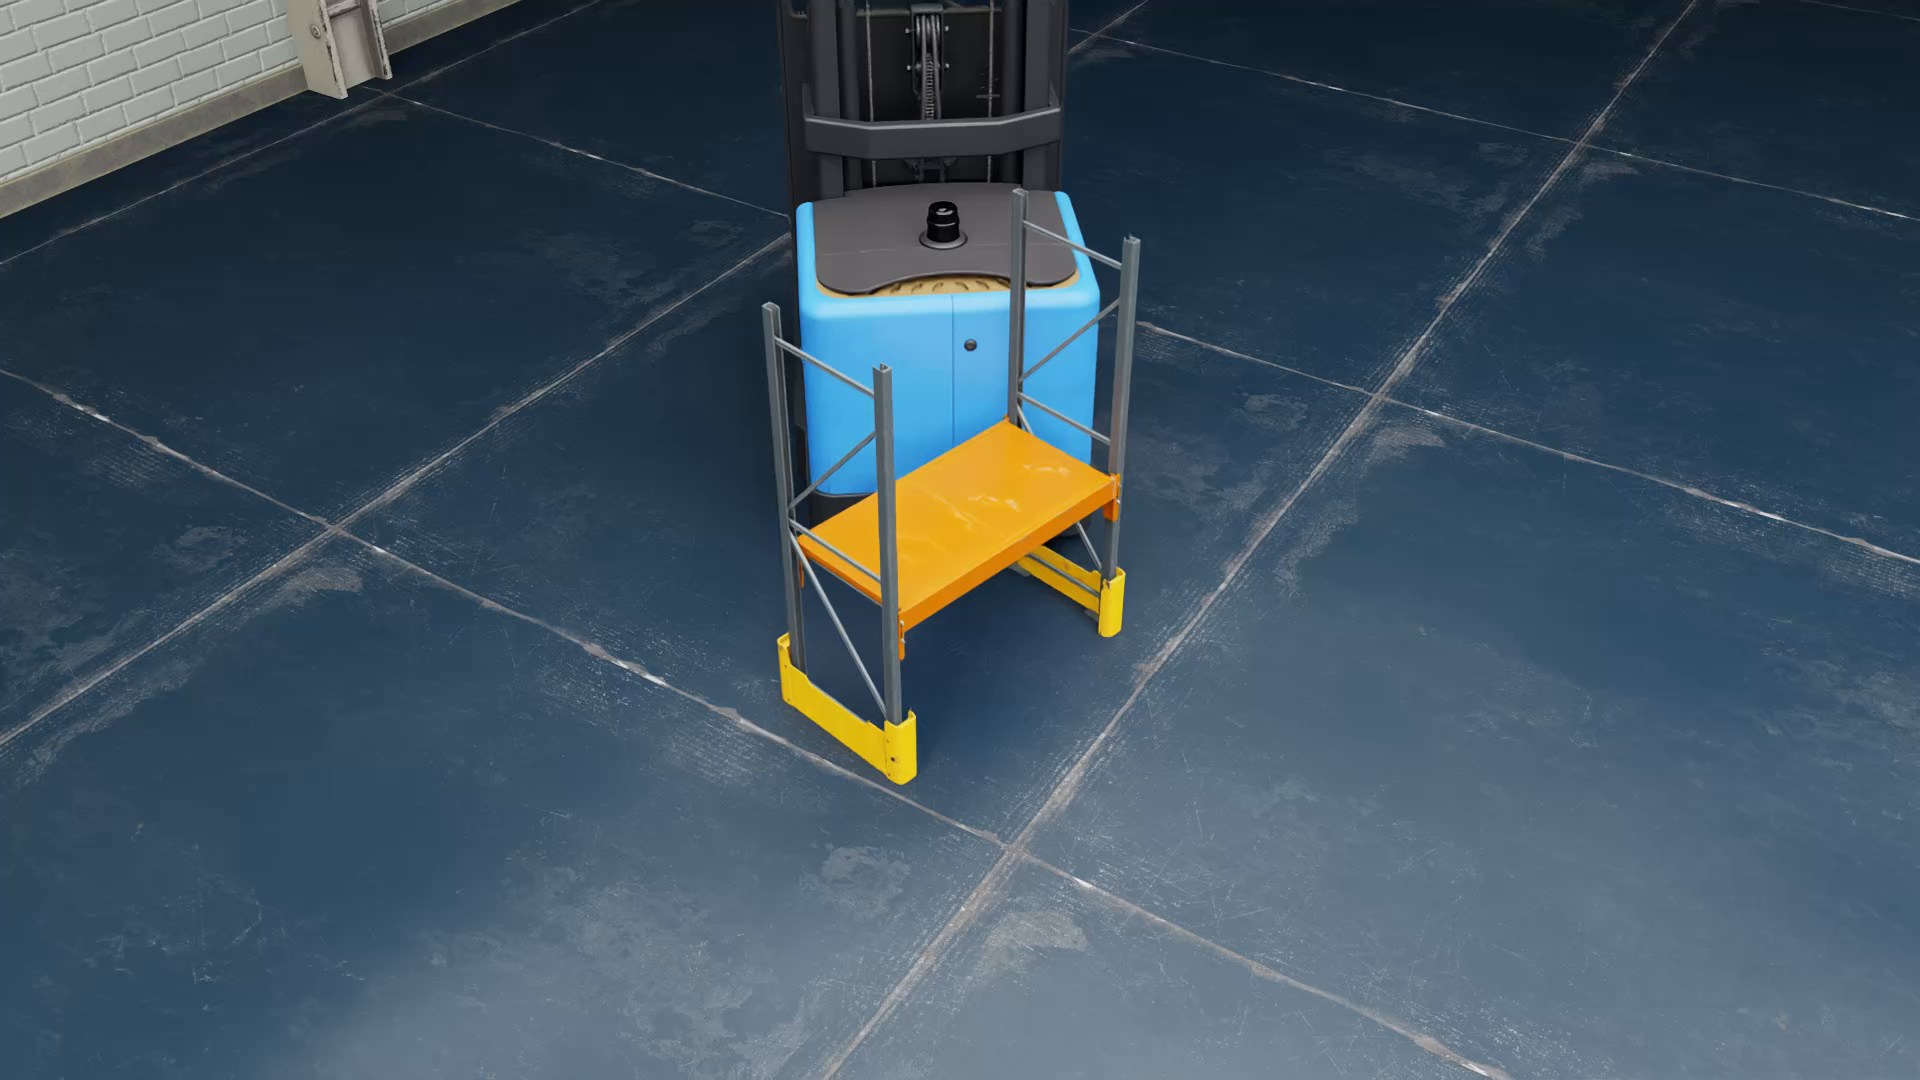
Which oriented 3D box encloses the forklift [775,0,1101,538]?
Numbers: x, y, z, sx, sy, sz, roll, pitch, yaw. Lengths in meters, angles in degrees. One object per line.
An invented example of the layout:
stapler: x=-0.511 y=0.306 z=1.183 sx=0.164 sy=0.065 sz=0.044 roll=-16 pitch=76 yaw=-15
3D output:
forklift: x=-0.163 y=-2.008 z=6.454 sx=1.130 sy=2.935 sz=3.031 roll=-3 pitch=38 yaw=-4

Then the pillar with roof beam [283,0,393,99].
pillar with roof beam: x=0.065 y=-4.832 z=5.147 sx=9.100 sy=9.000 sz=0.400 roll=21 pitch=42 yaw=25

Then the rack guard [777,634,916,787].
rack guard: x=-0.368 y=0.539 z=5.346 sx=0.087 sy=0.250 sz=0.587 roll=-31 pitch=47 yaw=-34

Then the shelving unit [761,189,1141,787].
shelving unit: x=-0.015 y=-0.171 z=5.243 sx=1.083 sy=1.500 sz=0.587 roll=-31 pitch=47 yaw=-34

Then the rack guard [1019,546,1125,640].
rack guard: x=0.337 y=0.110 z=5.903 sx=0.087 sy=0.250 sz=0.587 roll=-31 pitch=47 yaw=-34

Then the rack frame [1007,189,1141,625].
rack frame: x=0.351 y=-0.394 z=5.532 sx=0.032 sy=1.500 sz=0.500 roll=-31 pitch=47 yaw=-34

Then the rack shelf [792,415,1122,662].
rack shelf: x=-0.009 y=-0.032 z=5.358 sx=1.000 sy=0.185 sz=0.538 roll=-31 pitch=47 yaw=-34

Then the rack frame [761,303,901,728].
rack frame: x=-0.369 y=0.044 z=4.964 sx=0.032 sy=1.500 sz=0.500 roll=-31 pitch=47 yaw=-34
